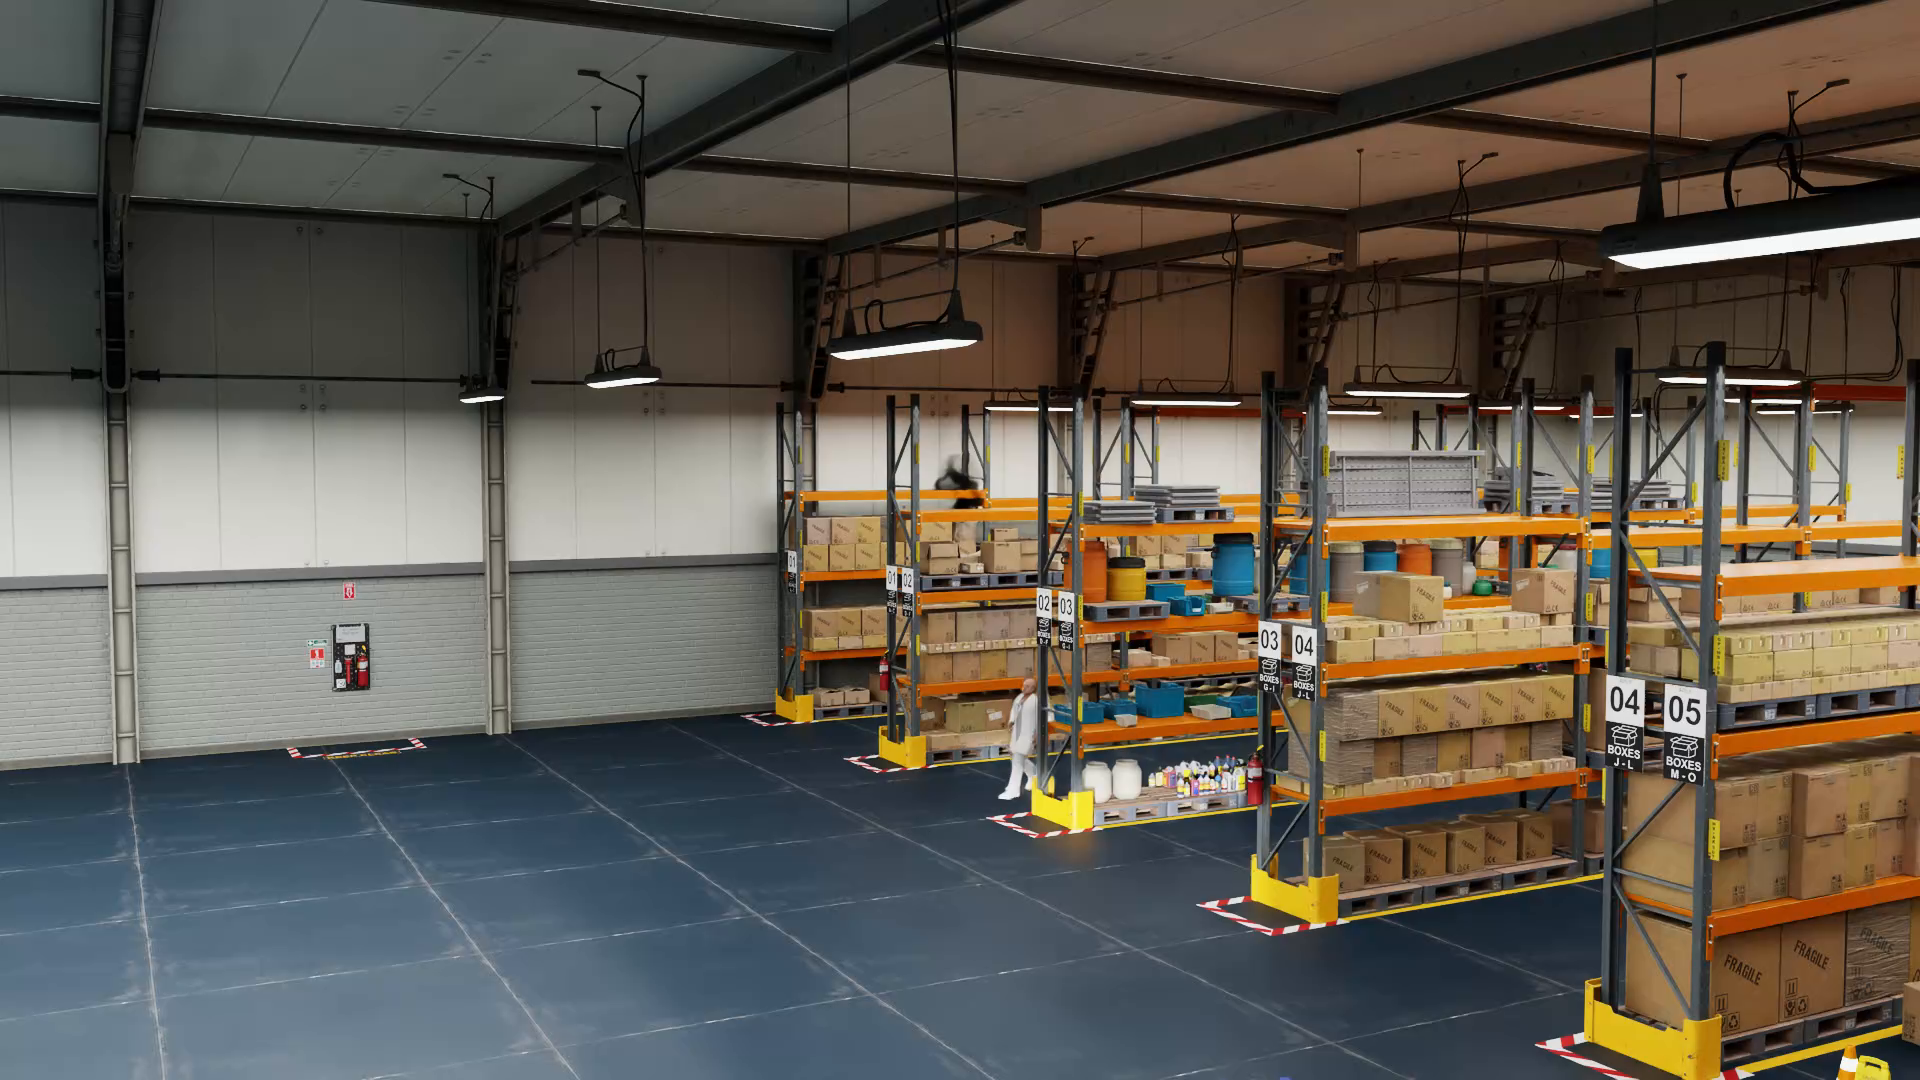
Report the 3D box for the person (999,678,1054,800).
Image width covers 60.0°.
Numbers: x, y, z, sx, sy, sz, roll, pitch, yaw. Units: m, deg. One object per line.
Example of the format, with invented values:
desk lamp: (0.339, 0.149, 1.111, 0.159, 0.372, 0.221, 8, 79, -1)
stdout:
person: (1.007, 2.900, 24.394, 0.930, 1.765, 0.767, -3, 4, -41)
